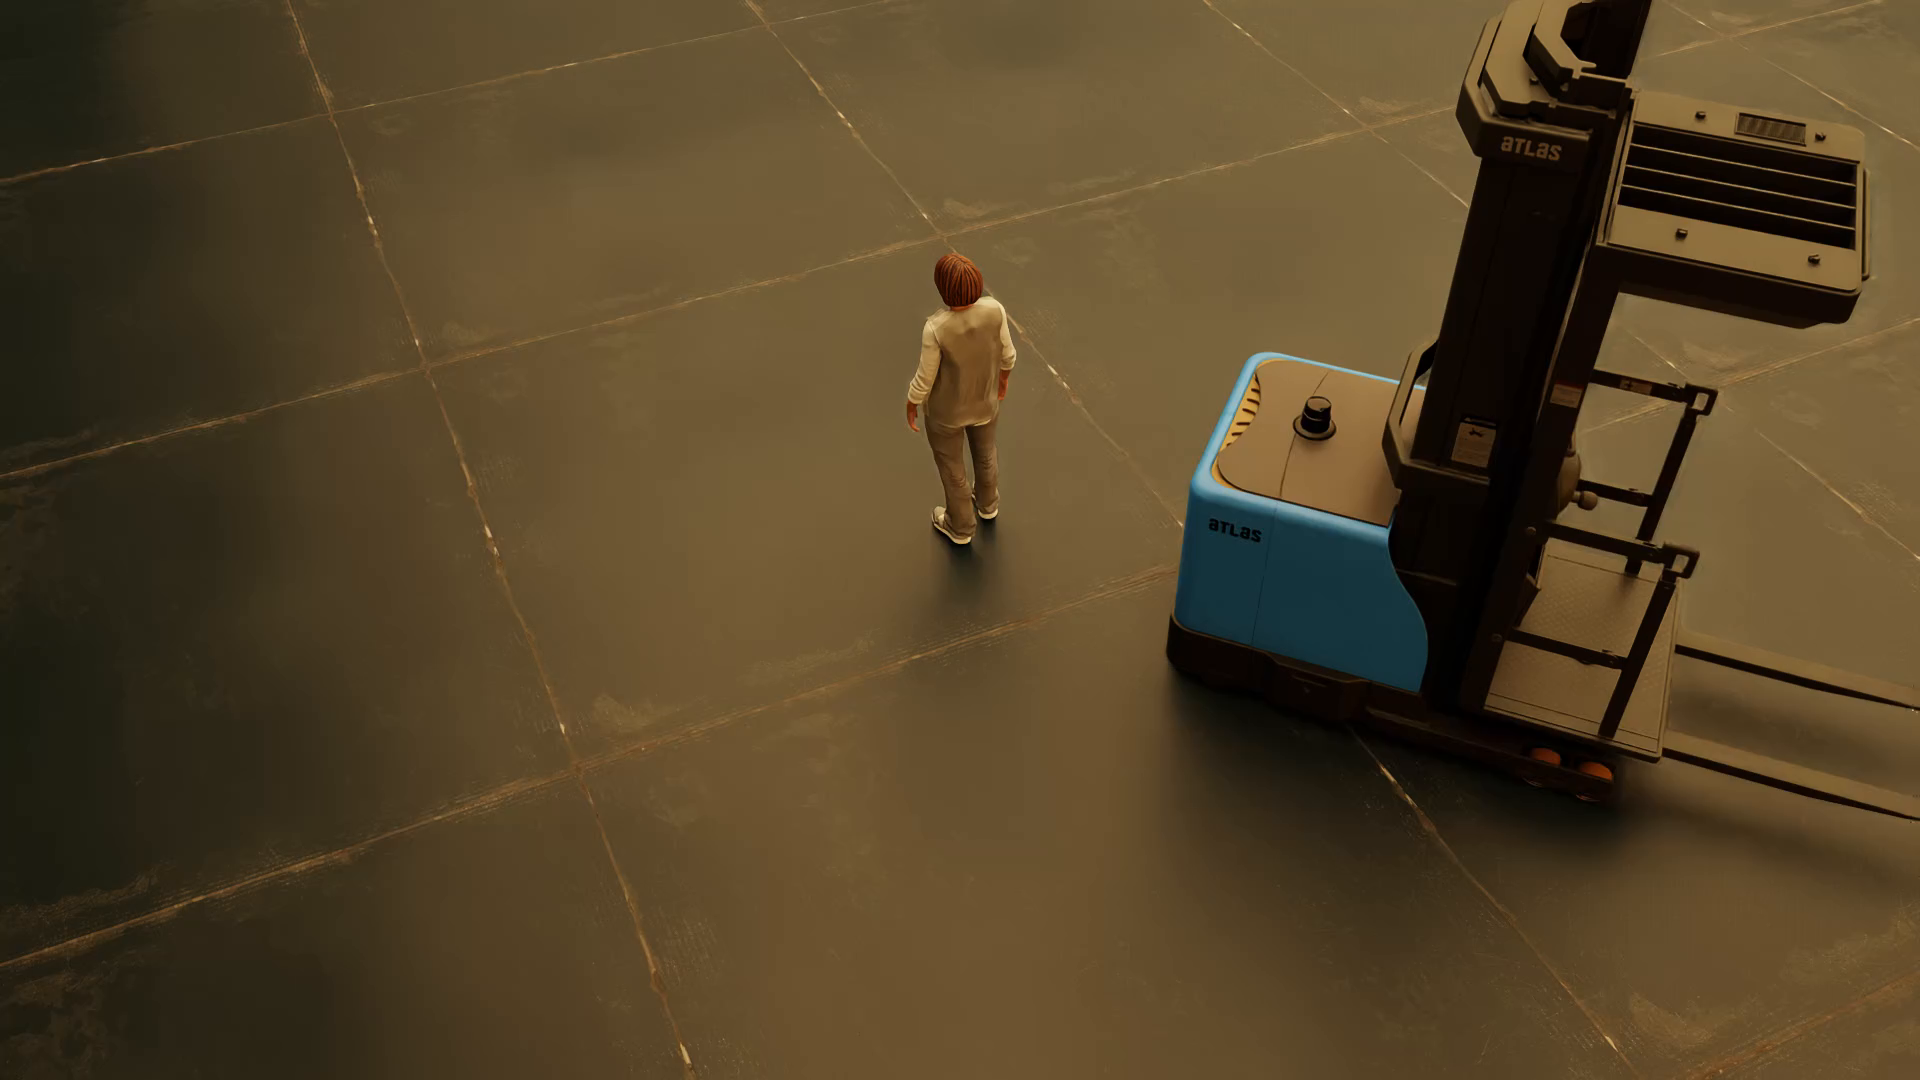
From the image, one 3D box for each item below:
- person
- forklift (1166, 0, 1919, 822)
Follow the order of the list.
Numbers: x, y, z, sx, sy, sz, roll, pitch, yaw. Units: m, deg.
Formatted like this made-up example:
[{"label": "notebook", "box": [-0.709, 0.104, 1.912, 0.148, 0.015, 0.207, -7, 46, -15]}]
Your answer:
[{"label": "person", "box": [-0.018, -0.639, 7.332, 0.519, 1.598, 0.474, -18, 46, -18]}, {"label": "forklift", "box": [2.461, -0.432, 6.143, 3.031, 2.935, 1.130, 15, 45, 16]}]
